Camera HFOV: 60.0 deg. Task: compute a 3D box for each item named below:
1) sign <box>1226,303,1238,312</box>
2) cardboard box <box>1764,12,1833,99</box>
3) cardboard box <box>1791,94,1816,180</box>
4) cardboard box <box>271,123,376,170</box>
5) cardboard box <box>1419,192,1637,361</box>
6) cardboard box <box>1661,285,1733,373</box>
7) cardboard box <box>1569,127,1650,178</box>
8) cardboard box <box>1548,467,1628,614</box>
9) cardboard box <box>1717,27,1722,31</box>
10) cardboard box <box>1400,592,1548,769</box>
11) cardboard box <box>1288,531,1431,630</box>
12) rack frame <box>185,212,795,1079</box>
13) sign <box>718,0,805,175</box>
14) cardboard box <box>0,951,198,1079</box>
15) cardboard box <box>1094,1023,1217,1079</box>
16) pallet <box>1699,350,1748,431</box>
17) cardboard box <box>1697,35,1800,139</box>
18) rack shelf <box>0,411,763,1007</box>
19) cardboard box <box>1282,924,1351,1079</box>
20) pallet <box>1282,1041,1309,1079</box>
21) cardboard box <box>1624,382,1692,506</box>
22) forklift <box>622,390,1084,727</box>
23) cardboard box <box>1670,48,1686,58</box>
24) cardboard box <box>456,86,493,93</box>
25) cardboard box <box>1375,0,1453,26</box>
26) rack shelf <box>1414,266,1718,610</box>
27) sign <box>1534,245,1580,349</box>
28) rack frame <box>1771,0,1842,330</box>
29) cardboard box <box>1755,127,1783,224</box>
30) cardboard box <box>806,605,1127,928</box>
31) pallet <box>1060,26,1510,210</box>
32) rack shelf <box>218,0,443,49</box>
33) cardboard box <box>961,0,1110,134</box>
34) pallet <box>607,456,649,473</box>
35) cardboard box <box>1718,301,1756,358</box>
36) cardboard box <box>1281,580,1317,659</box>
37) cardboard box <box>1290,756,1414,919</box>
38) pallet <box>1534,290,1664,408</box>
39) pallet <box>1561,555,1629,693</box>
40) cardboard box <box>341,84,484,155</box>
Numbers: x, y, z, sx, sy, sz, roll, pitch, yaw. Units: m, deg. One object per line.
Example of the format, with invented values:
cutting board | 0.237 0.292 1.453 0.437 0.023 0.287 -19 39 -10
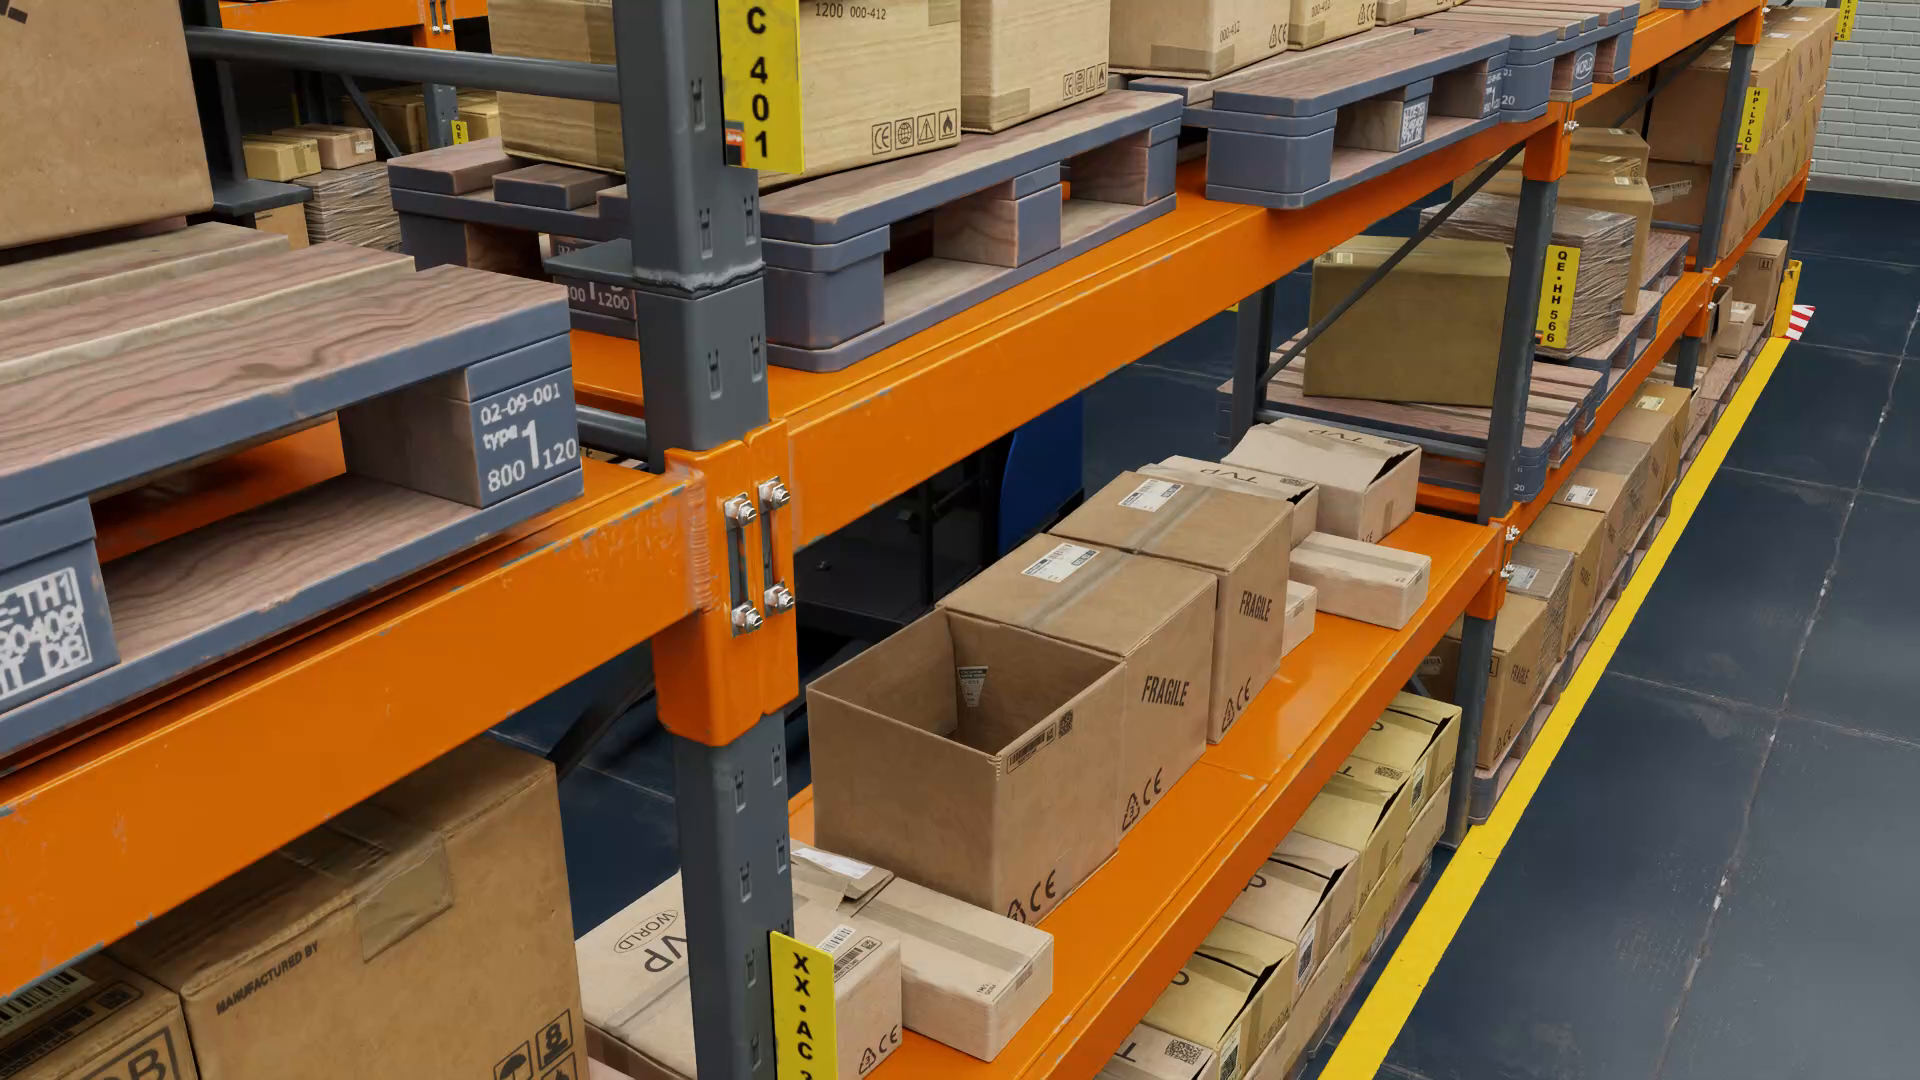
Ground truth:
sign | 0.965 -0.964 5.843 0.100 0.325 0.005 14 27 29
cardboard box | 5.384 -3.185 10.946 0.500 0.500 0.500 15 27 30
cardboard box | 5.375 -2.720 11.132 0.500 0.500 0.500 14 27 29
cardboard box | -2.936 -1.818 7.677 0.380 0.149 0.250 10 25 22
cardboard box | 2.312 -1.102 6.865 0.700 0.500 0.500 20 31 39
cardboard box | 4.528 -1.400 10.796 0.797 0.503 0.637 14 27 29
cardboard box | 3.101 -1.834 8.556 0.700 0.500 0.500 5 24 11
cardboard box | 2.725 -0.030 7.637 0.500 0.500 0.500 13 27 27
cardboard box | 4.656 -3.123 10.803 0.500 0.500 0.500 14 27 30
cardboard box | 1.914 0.493 6.428 0.500 0.500 0.500 15 28 31
cardboard box | 1.192 0.118 5.017 0.380 0.149 0.250 14 27 29
rack frame | -0.679 0.992 2.683 1.000 3.000 0.127 14 27 29
sign | -0.206 -0.543 1.702 0.100 0.325 0.005 14 27 29
cardboard box | -1.173 0.672 1.662 0.700 0.500 0.500 14 27 29
cardboard box | 0.291 1.373 4.028 0.500 0.311 0.500 13 27 27
pallet | 4.547 -1.074 10.964 1.003 0.211 1.213 14 27 29
cardboard box | 4.572 -2.661 9.736 0.500 0.500 0.500 13 27 27
rack shelf | -1.734 0.620 0.671 1.077 0.370 4.000 14 27 29
cardboard box | 0.824 1.283 4.942 0.500 0.250 0.500 15 27 30
pallet | 0.319 1.601 4.786 1.003 0.211 1.213 14 27 29
cardboard box | 3.524 -0.537 8.806 0.500 0.500 0.500 14 27 29
forklift | -0.468 -0.921 7.189 1.130 2.935 3.031 11 26 24
cardboard box | 3.856 -2.611 9.622 0.500 0.500 0.500 13 27 28
cardboard box | -2.484 -2.312 8.846 0.500 0.250 0.500 13 27 27
cardboard box | 0.979 -1.513 4.354 0.500 0.250 0.500 15 27 30
rack shelf | 2.486 -0.703 7.504 1.077 0.370 4.000 14 27 29
sign | 1.904 -0.774 5.306 0.100 0.325 0.005 14 27 29
rack frame | 5.651 -3.058 12.039 1.000 3.000 0.127 14 27 29
cardboard box | 4.575 -2.211 9.956 0.500 0.500 0.500 14 27 29
cardboard box | 0.018 0.512 3.665 0.500 0.500 0.500 16 28 33
pallet | 0.562 -1.022 3.798 1.003 0.211 1.213 15 28 31
rack shelf | -3.834 -1.767 6.185 1.077 0.370 4.000 14 27 29
cardboard box | -0.058 -0.901 2.939 0.500 0.250 0.500 11 26 24
pallet | -2.299 -0.366 9.329 1.003 0.211 1.213 14 27 29
cardboard box | 5.047 -1.449 11.229 0.500 0.250 0.500 14 27 29
cardboard box | 0.806 0.199 4.830 0.380 0.149 0.250 16 28 33
cardboard box | 1.096 0.859 5.217 0.500 0.311 0.500 13 27 28
pallet | 2.453 -0.928 7.359 1.003 0.211 1.213 14 27 29
pallet | 2.502 0.267 7.867 1.003 0.211 1.213 14 27 29
cardboard box | -2.760 -2.138 8.444 0.500 0.250 0.500 15 27 30
